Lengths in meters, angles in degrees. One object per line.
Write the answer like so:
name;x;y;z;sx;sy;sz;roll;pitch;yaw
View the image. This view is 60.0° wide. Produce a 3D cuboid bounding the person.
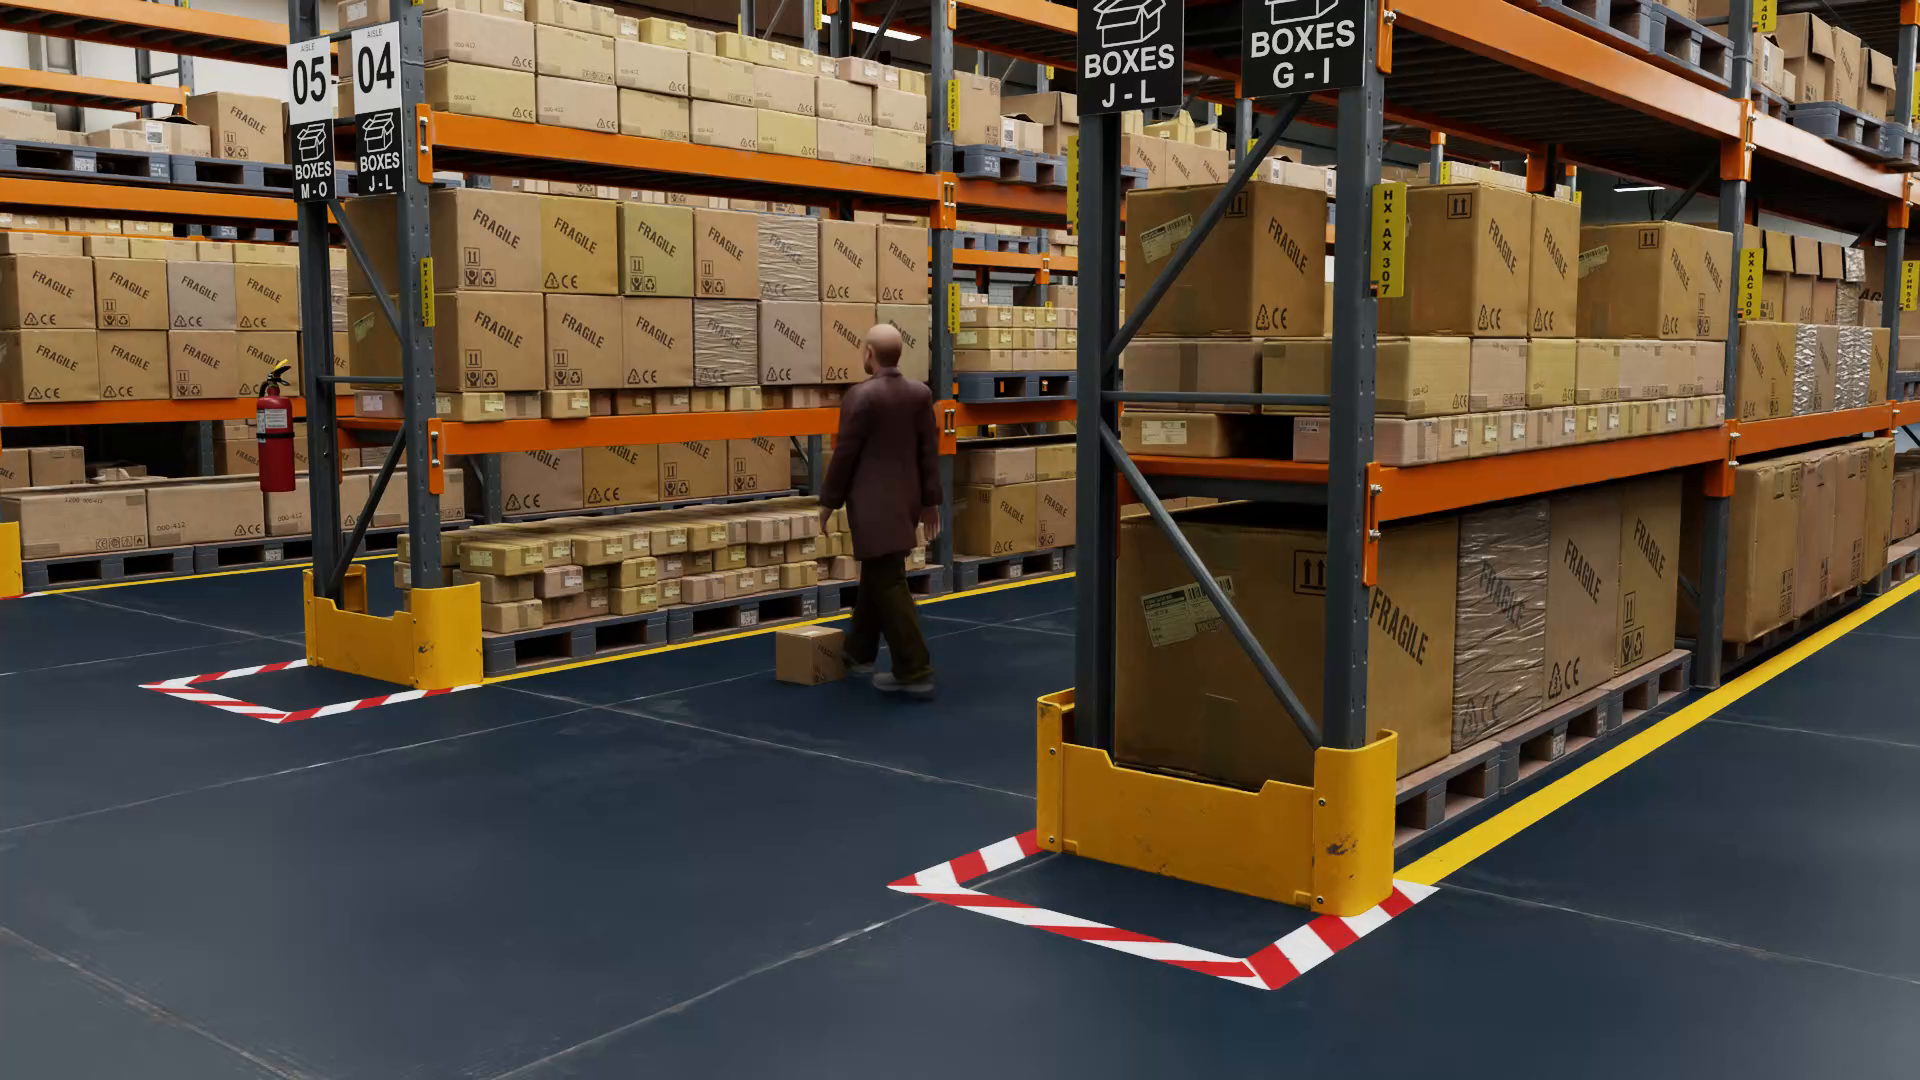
person;-0.460;-0.161;8.083;0.858;1.765;0.596;5;8;38
